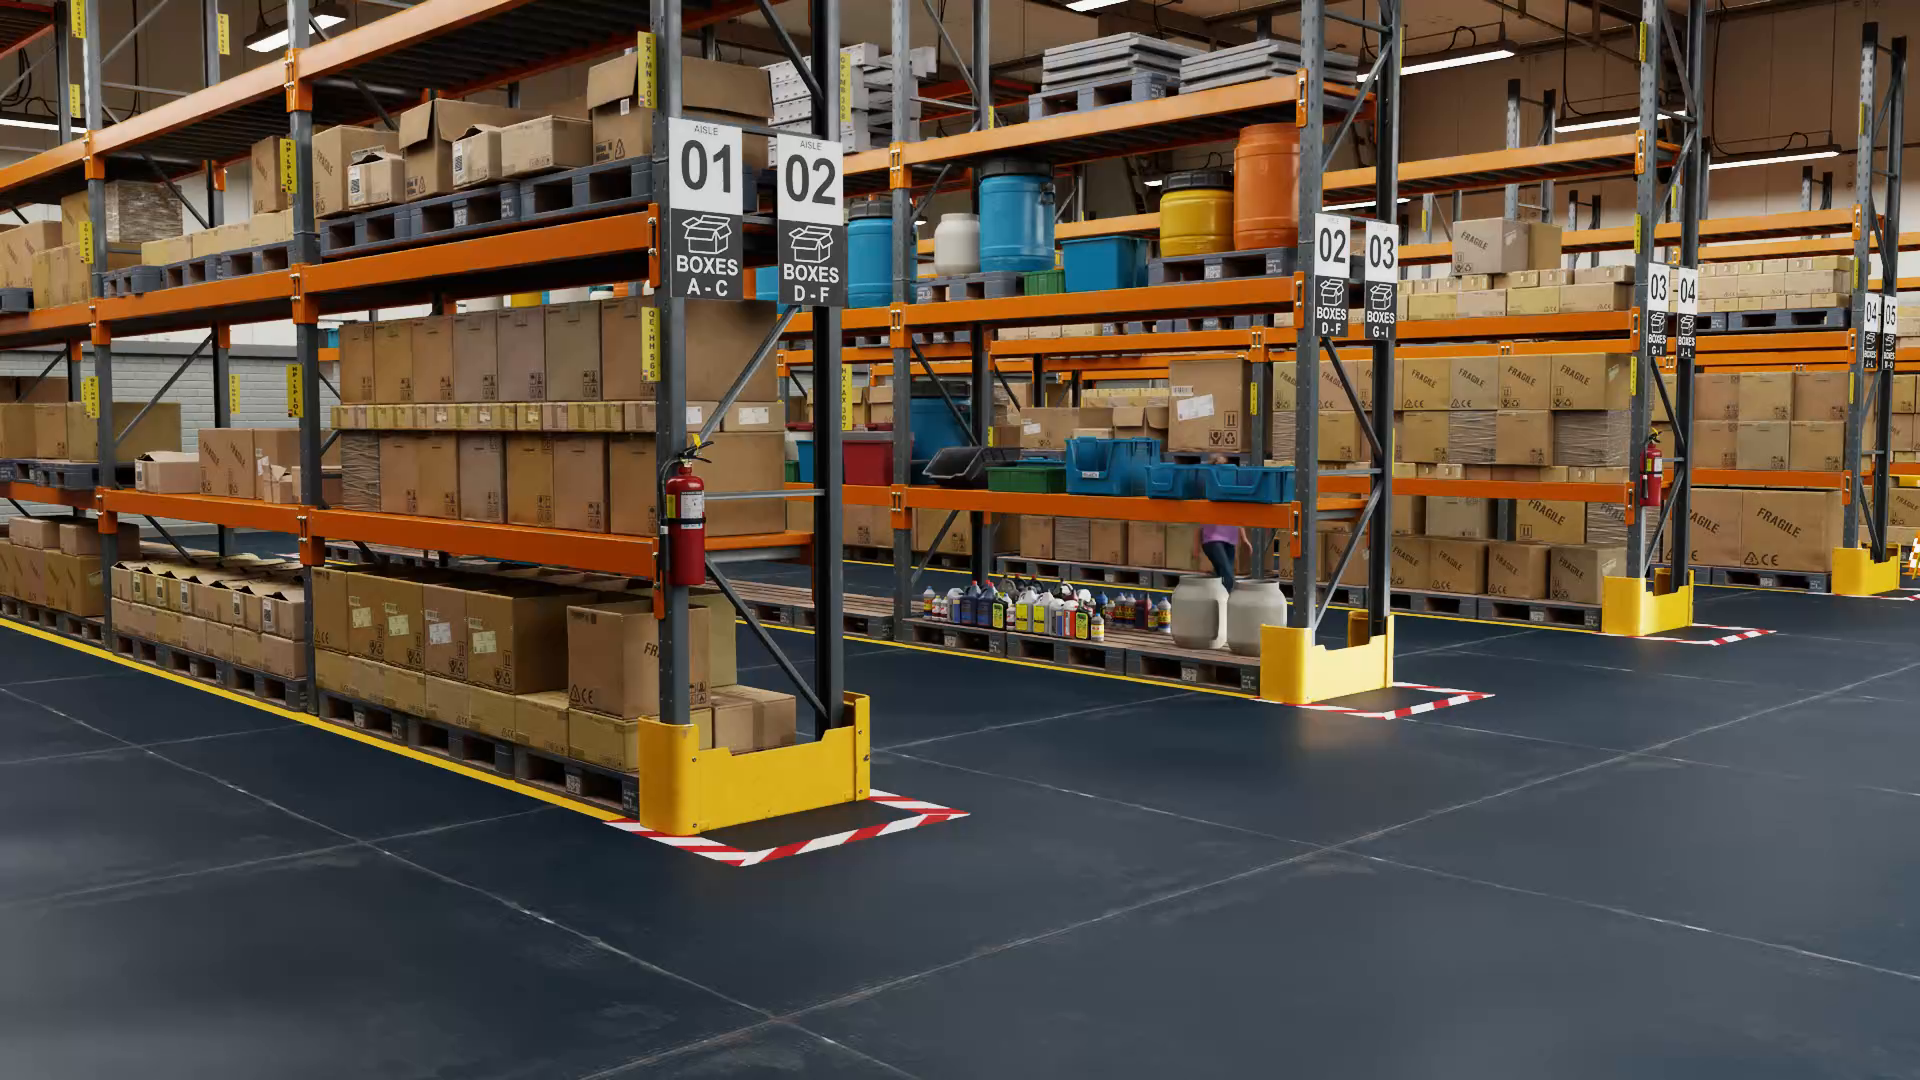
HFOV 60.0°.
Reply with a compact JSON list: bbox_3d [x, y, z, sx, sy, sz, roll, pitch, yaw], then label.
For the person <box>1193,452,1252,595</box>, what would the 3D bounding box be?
[{"bbox_3d":[2.212,0.024,14.377,0.426,1.545,0.862,-3,5,-36],"label":"person"}]
